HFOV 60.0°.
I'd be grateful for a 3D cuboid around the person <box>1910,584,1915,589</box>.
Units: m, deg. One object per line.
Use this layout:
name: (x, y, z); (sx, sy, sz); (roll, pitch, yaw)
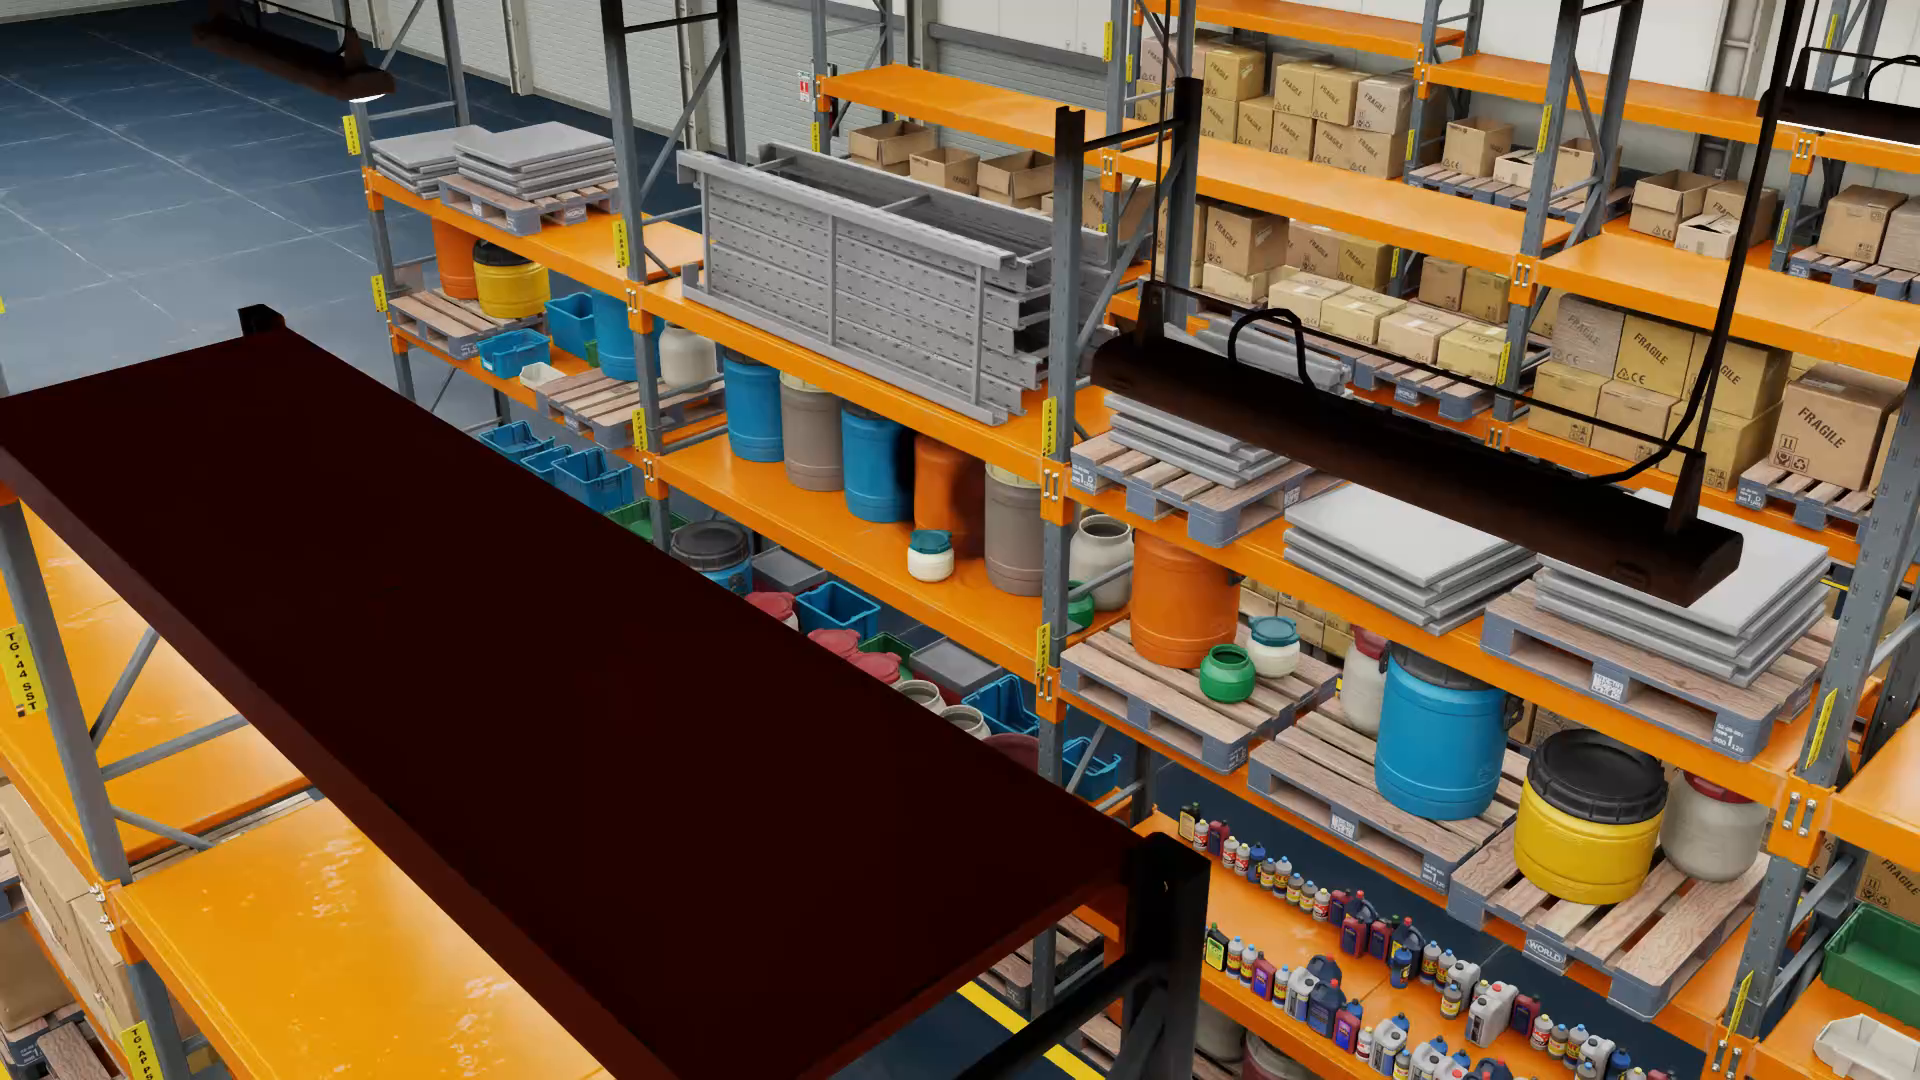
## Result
person: (8.488, 0.444, 14.257); (0.958, 1.628, 0.436); (22, 35, 35)
